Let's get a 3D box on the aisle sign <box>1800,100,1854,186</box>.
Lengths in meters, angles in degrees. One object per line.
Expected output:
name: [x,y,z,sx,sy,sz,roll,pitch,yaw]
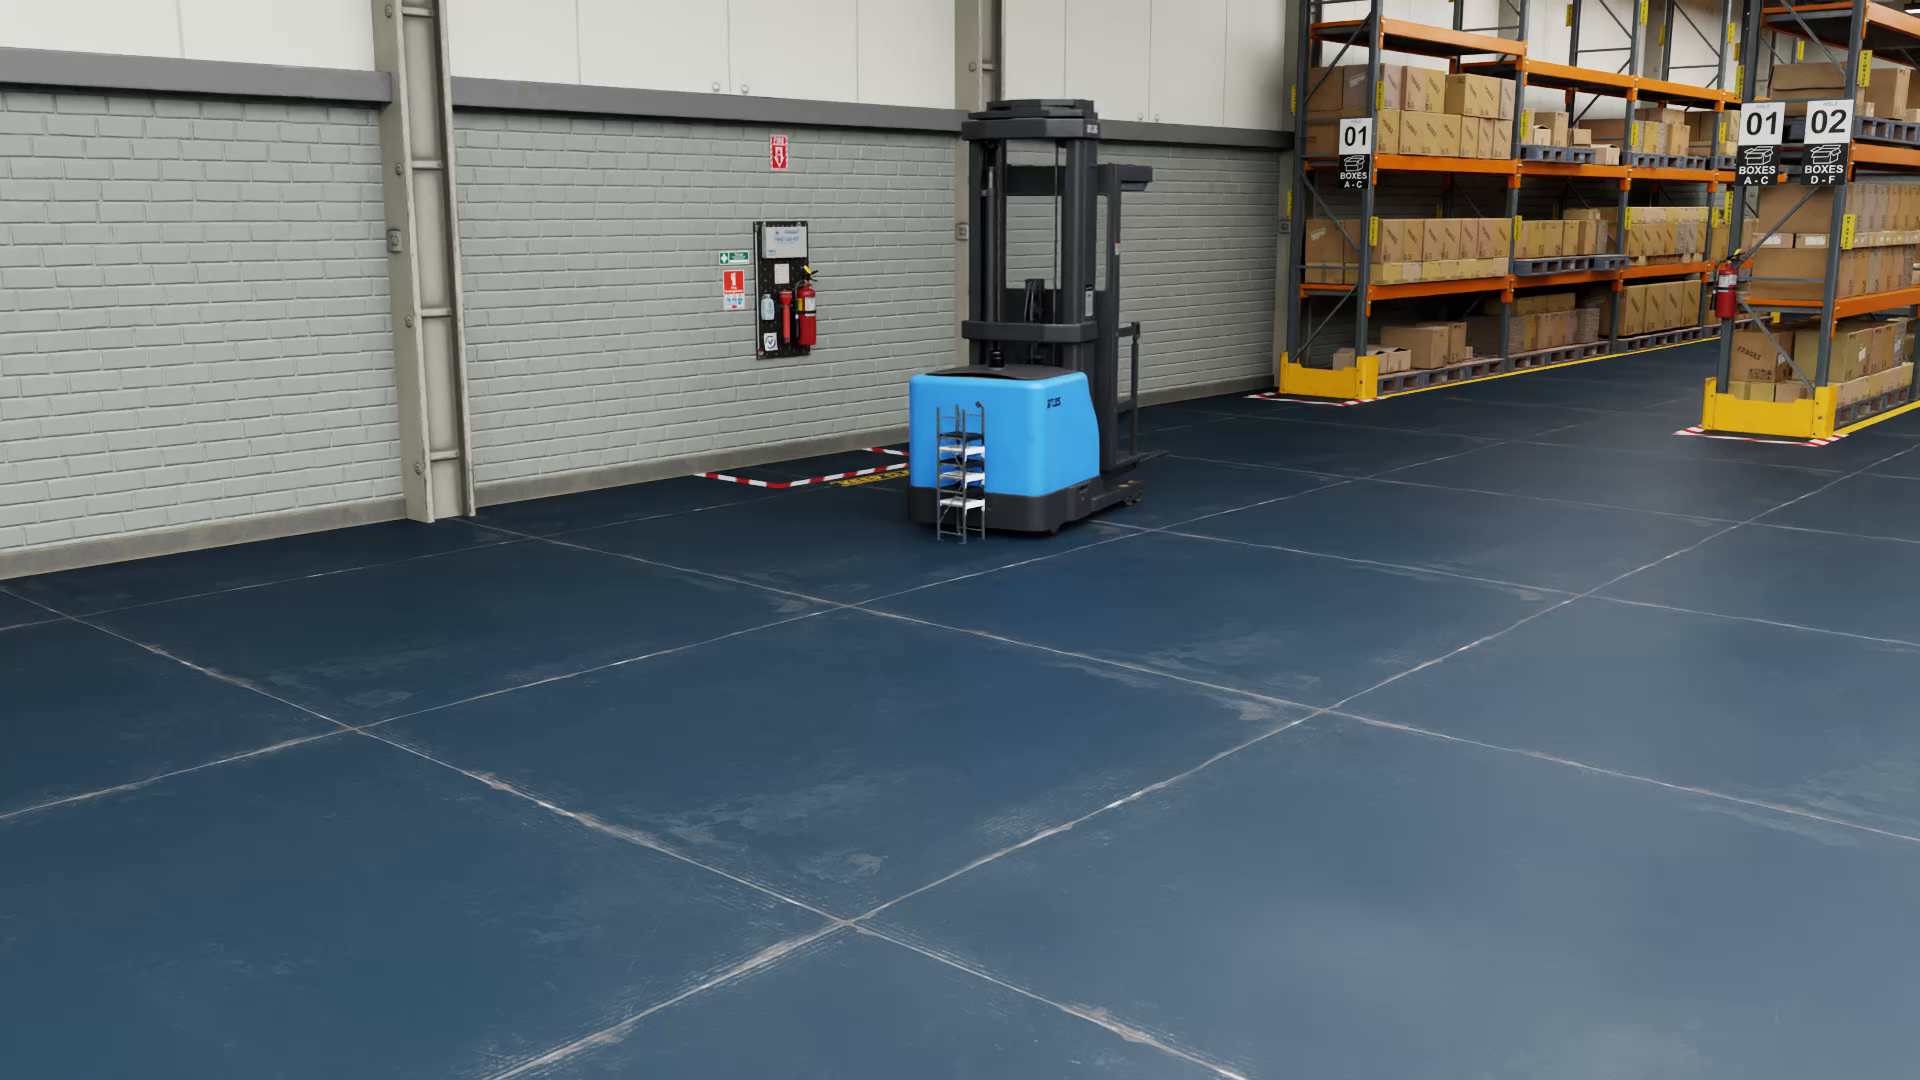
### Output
aisle sign: [8.250,-3.778,15.832,0.394,0.787,0.004,10,15,40]

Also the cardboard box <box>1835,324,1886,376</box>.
cardboard box: [9.577,-2.048,17.842,0.500,0.500,0.500,10,15,40]

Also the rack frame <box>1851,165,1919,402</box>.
rack frame: [10.704,-3.141,19.280,1.000,3.000,0.127,10,15,40]

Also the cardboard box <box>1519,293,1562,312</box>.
cardboard box: [8.426,-3.463,24.233,0.500,0.250,0.500,10,15,40]

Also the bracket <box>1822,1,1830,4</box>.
bracket: [18.139,-11.127,34.754,0.235,0.232,0.430,10,15,40]

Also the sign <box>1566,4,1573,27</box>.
sign: [9.202,-7.918,25.092,0.100,0.325,0.005,10,15,40]

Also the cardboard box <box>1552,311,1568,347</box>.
cardboard box: [8.451,-3.109,24.379,0.700,0.500,0.500,10,15,40]

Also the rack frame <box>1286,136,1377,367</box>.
rack frame: [4.340,-3.193,19.537,1.000,3.000,0.127,10,15,40]

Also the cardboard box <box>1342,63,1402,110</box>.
cardboard box: [4.777,-5.238,19.261,0.500,0.500,0.500,8,14,36]

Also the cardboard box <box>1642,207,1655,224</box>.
cardboard box: [10.468,-5.055,25.880,0.500,0.250,0.500,9,15,40]

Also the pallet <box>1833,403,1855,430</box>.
pallet: [8.537,-1.303,17.197,1.003,0.211,1.213,10,15,40]

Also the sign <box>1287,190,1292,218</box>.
sign: [3.936,-3.990,19.767,0.100,0.325,0.005,10,15,40]

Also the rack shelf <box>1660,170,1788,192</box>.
rack shelf: [13.582,-6.371,29.627,1.077,0.370,4.000,10,15,40]

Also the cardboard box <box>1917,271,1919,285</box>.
cardboard box: [11.442,-3.122,19.825,0.380,0.149,0.250,10,15,40]

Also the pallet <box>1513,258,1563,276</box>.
pallet: [7.594,-3.781,22.972,1.003,0.211,1.213,10,15,40]

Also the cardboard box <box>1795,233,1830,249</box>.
cardboard box: [8.484,-2.950,16.410,0.380,0.149,0.250,10,15,40]

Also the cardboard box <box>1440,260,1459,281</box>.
cardboard box: [5.909,-3.386,20.838,0.500,0.250,0.500,10,15,41]

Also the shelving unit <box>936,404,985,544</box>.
shelving unit: [0.005,-0.441,11.117,0.258,0.900,0.210,8,14,38]

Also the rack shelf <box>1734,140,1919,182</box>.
rack shelf: [9.384,-3.965,17.583,1.077,0.370,4.000,10,15,40]

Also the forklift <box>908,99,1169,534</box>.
forklift: [0.750,-1.725,12.362,1.130,2.935,3.031,6,13,26]

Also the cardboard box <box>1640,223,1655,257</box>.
cardboard box: [10.486,-4.689,25.961,0.500,0.500,0.500,10,15,42]

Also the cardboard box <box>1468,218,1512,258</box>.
cardboard box: [6.901,-3.976,21.875,0.500,0.500,0.500,10,15,40]

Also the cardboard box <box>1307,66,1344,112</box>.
cardboard box: [4.428,-5.310,19.621,0.500,0.500,0.500,11,15,43]

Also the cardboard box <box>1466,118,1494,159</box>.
cardboard box: [6.489,-5.132,21.282,0.500,0.500,0.500,8,14,36]

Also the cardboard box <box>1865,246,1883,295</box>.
cardboard box: [9.401,-2.897,17.801,0.700,0.500,0.500,10,15,42]

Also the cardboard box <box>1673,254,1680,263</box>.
cardboard box: [11.556,-4.612,27.235,0.380,0.149,0.250,10,15,40]

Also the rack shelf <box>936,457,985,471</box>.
rack shelf: [0.005,-0.497,11.107,0.258,0.077,0.200,8,14,38]

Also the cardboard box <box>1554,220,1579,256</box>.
cardboard box: [8.512,-4.378,24.093,0.700,0.500,0.500,10,15,40]

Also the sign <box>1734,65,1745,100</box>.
sign: [7.665,-4.491,16.322,0.100,0.325,0.005,10,15,40]

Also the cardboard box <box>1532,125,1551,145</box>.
cardboard box: [7.808,-5.575,22.962,0.500,0.311,0.500,10,15,42]

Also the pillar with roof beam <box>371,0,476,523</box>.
pillar with roof beam: [-0.535,-4.027,8.399,9.100,9.000,0.400,10,15,40]

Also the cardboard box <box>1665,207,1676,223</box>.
cardboard box: [11.128,-5.205,26.631,0.500,0.250,0.500,9,15,39]

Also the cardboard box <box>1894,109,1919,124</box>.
cardboard box: [10.113,-4.551,17.891,0.380,0.149,0.250,10,15,40]

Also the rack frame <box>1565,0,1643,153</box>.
rack frame: [9.621,-7.312,24.843,1.000,3.000,0.127,10,15,40]

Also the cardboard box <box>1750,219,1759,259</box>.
cardboard box: [14.101,-5.509,30.369,0.980,0.700,0.700,10,15,40]

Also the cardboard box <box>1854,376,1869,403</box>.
cardboard box: [9.242,-1.608,17.551,0.500,0.250,0.500,10,15,40]

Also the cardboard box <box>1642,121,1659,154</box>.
cardboard box: [10.583,-6.349,26.302,0.700,0.500,0.500,11,16,43]

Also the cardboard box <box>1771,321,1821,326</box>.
cardboard box: [9.174,-2.118,18.189,0.500,0.500,0.500,10,15,40]

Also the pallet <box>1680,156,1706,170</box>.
pallet: [11.693,-6.194,27.395,0.805,0.209,1.217,9,14,38]

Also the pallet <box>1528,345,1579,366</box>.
pallet: [8.298,-2.709,24.234,1.003,0.211,1.213,10,15,40]

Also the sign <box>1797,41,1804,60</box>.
sign: [15.300,-8.913,30.275,0.100,0.325,0.005,10,15,40]

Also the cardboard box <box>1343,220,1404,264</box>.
cardboard box: [4.881,-3.528,19.634,0.500,0.500,0.500,10,15,40]

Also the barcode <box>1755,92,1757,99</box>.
barcode: [7.900,-4.415,16.517,0.001,0.075,0.075,10,15,40]

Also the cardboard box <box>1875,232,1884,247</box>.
cardboard box: [9.500,-3.176,17.542,0.380,0.149,0.250,10,15,41]

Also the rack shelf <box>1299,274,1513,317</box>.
rack shelf: [5.660,-3.134,21.081,1.077,0.370,4.000,10,15,40]

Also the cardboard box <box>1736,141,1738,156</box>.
cardboard box: [13.263,-6.751,28.751,0.500,0.250,0.500,9,15,39]

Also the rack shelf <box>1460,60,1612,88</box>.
rack shelf: [8.301,-6.564,23.460,0.919,0.124,3.809,10,15,40]

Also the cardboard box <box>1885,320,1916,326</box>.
cardboard box: [12.099,-2.670,21.437,0.500,0.311,0.500,9,15,39]

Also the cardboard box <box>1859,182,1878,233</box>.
cardboard box: [9.091,-3.465,17.334,0.700,0.500,0.500,10,15,41]

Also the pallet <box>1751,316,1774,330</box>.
pallet: [14.433,-4.051,30.957,1.003,0.211,1.213,10,15,40]

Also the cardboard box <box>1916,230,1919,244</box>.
cardboard box: [10.685,-3.441,18.868,0.380,0.149,0.250,10,15,40]

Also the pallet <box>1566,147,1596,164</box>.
pallet: [8.150,-5.390,23.360,1.213,0.211,1.003,10,15,40]

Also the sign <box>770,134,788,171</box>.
sign: [-1.548,-3.315,14.229,0.001,0.298,0.199,10,15,40]

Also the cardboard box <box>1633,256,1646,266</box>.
cardboard box: [10.424,-4.339,25.867,0.380,0.149,0.250,10,15,42]

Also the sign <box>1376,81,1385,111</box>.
sign: [4.748,-5.022,18.807,0.100,0.325,0.005,10,15,40]

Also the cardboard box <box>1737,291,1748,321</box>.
cardboard box: [13.853,-4.263,30.207,0.700,0.500,0.500,9,14,39]

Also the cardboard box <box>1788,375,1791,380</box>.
cardboard box: [8.517,-1.602,17.524,0.500,0.250,0.500,10,15,40]
